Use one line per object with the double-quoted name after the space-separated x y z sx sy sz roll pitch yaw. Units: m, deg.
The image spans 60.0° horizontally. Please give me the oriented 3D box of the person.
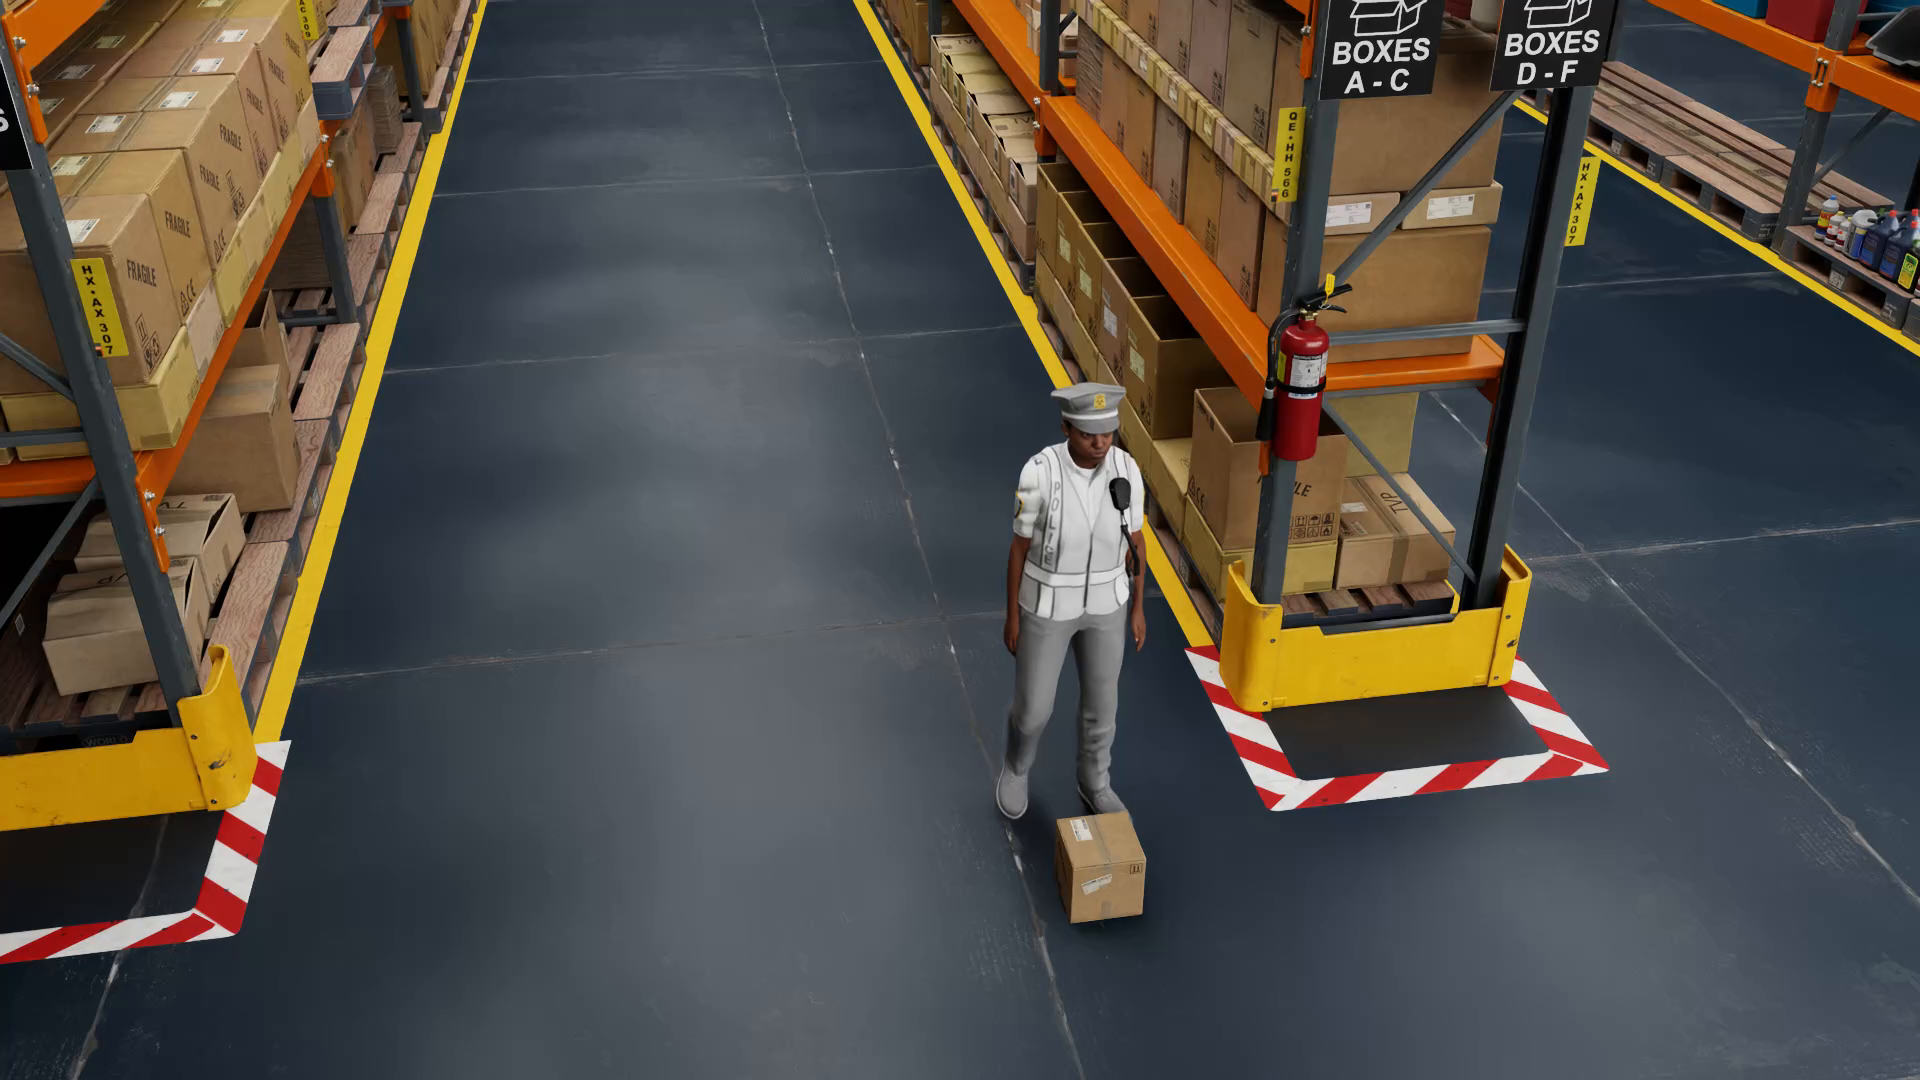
0.394 0.246 5.674 0.513 1.711 0.454 -8 32 -13 "person"
